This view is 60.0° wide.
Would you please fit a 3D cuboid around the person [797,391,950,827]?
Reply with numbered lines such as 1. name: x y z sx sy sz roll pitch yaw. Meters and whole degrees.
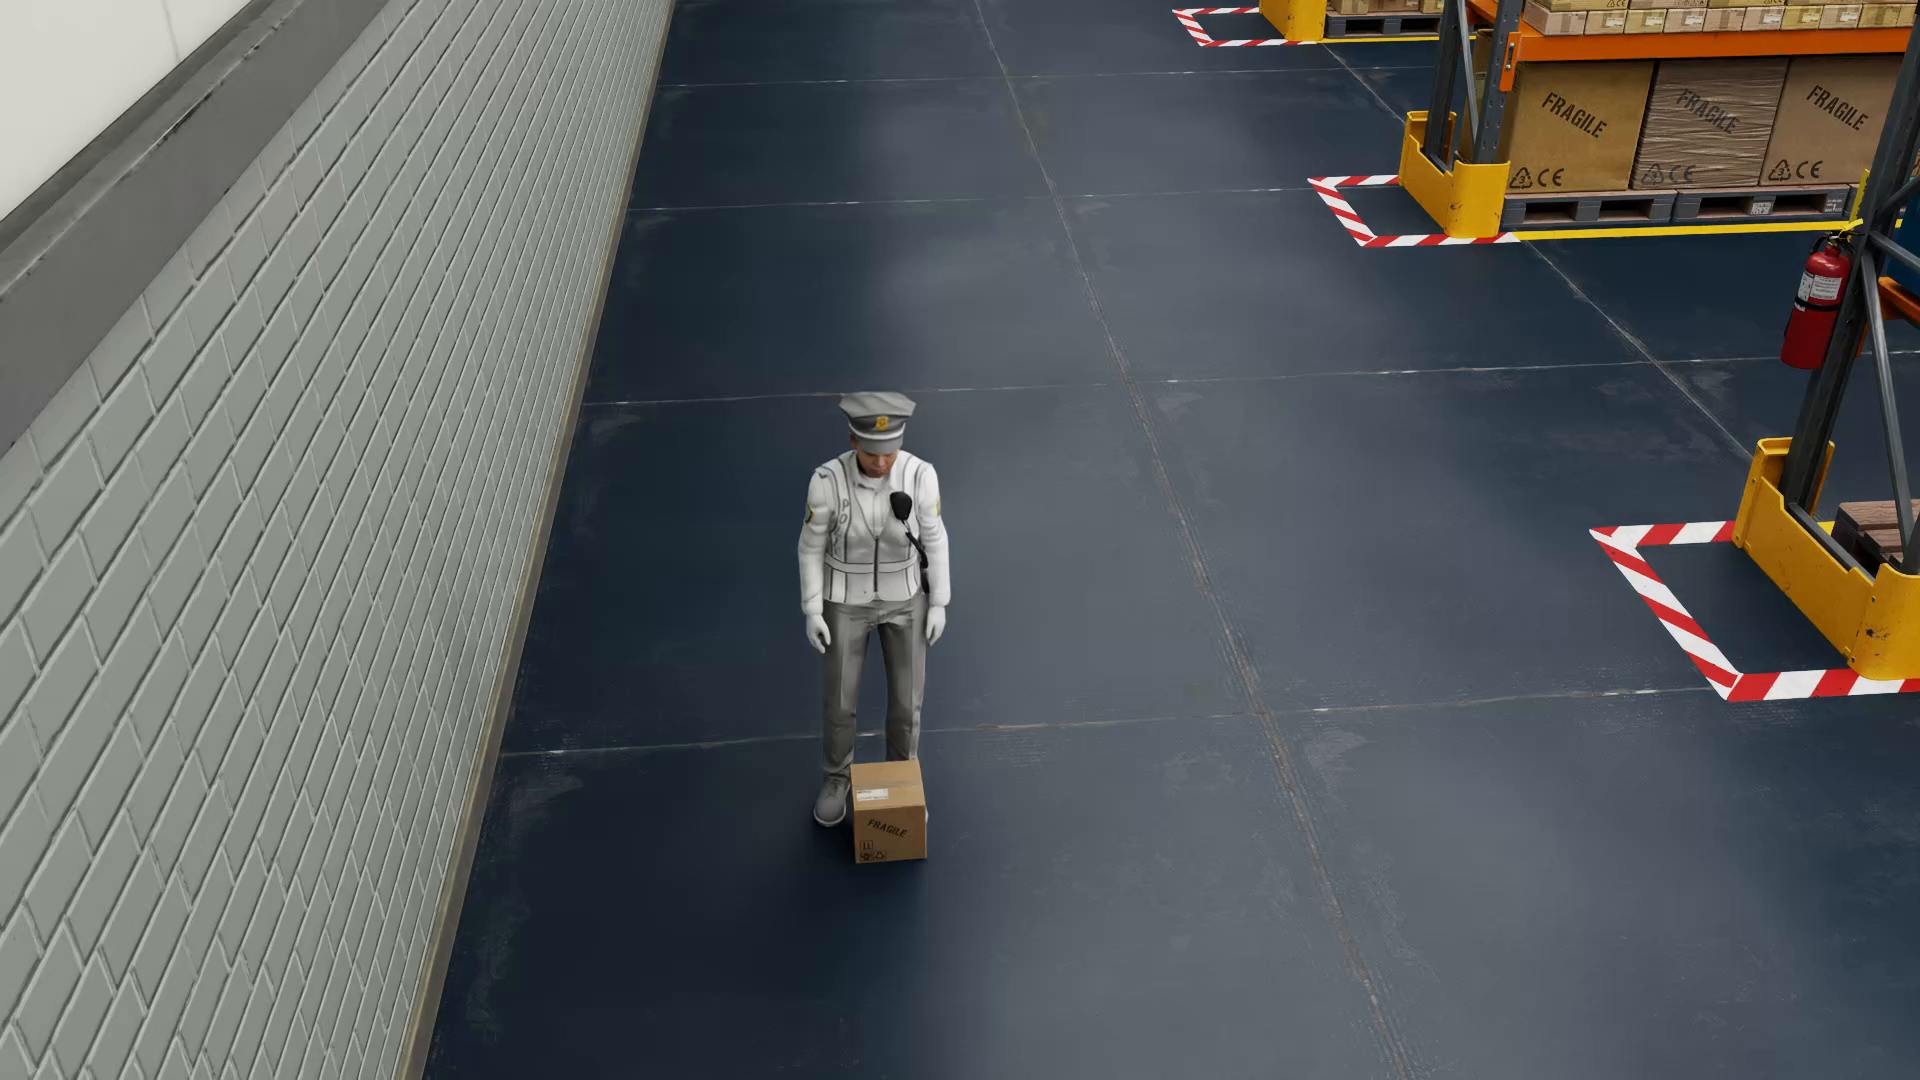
1. person: -0.287 0.245 5.727 0.517 1.663 0.412 -4 31 -6
